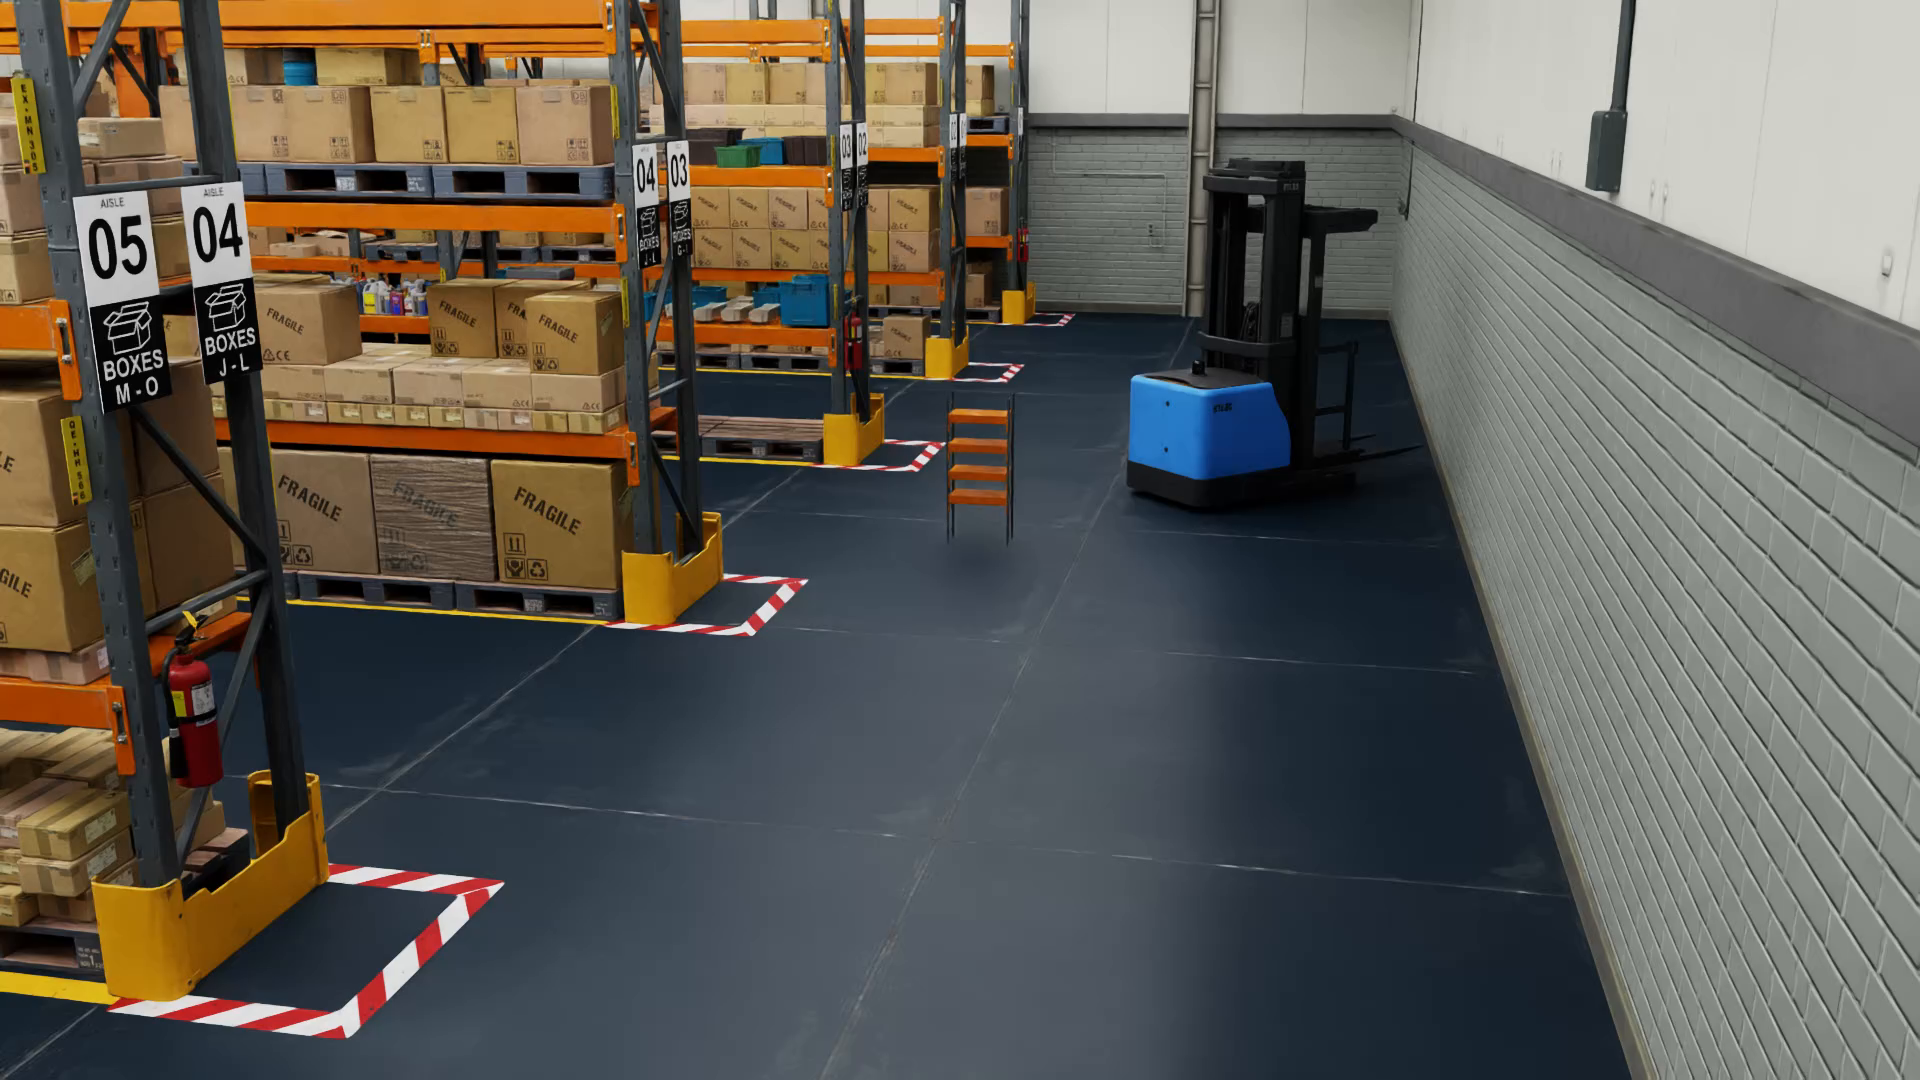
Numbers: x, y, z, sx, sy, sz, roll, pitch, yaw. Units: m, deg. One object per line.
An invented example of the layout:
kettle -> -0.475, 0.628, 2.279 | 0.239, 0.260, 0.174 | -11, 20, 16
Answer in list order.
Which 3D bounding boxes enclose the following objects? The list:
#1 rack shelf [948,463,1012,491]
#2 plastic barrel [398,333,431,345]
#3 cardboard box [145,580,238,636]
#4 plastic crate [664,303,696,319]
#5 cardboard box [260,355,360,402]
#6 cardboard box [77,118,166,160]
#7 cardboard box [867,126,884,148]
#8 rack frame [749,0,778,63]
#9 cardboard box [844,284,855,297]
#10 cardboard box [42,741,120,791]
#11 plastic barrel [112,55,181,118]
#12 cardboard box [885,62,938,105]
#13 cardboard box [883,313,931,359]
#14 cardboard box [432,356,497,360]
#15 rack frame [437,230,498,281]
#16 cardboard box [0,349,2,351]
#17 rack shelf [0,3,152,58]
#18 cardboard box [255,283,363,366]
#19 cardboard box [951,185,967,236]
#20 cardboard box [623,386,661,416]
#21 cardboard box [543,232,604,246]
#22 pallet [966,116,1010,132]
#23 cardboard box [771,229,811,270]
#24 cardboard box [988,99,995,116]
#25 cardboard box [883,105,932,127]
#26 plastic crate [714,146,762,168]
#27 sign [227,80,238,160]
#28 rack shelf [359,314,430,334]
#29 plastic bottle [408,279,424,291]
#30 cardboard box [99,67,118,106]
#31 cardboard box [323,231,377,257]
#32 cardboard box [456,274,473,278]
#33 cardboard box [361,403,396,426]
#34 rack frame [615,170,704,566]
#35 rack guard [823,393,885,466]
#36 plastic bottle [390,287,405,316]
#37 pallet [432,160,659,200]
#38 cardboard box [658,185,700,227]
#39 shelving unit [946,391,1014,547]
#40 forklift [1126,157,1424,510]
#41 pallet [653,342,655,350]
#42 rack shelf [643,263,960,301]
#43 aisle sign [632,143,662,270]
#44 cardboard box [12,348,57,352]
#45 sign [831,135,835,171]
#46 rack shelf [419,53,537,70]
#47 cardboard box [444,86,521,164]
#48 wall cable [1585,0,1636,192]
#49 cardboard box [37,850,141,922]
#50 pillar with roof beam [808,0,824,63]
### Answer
rack shelf -> 0.162, -0.505, 13.318 | 0.480, 0.148, 0.258 | 3, 16, 11
plastic barrel -> -5.525, -1.754, 17.349 | 0.708, 0.901, 0.600 | 3, 16, 11
cardboard box -> -3.402, 0.289, 7.299 | 0.250, 0.149, 0.380 | 3, 16, 11
plastic crate -> -2.764, -2.253, 16.388 | 0.250, 0.136, 0.298 | 3, 16, 11
cardboard box -> -4.579, -1.157, 11.775 | 0.500, 0.250, 0.500 | 4, 16, 12
cardboard box -> -3.422, -1.612, 6.671 | 0.250, 0.149, 0.380 | 3, 16, 11
cardboard box -> -1.129, -4.973, 20.489 | 0.500, 0.250, 0.500 | 3, 16, 11
rack frame -> -3.021, -8.012, 25.560 | 0.127, 3.000, 1.000 | 3, 16, 11
cardboard box -> -1.817, -4.025, 26.298 | 0.500, 0.500, 0.700 | 3, 16, 11
cardboard box -> -3.890, 1.056, 7.500 | 0.250, 0.149, 0.380 | 3, 16, 12
plastic barrel -> -8.360, -4.566, 17.147 | 0.708, 0.830, 0.600 | 3, 16, 11
cardboard box -> -0.592, -5.611, 20.449 | 0.500, 0.500, 0.700 | 3, 16, 11
cardboard box -> -0.667, -2.584, 21.060 | 0.500, 0.500, 0.500 | 3, 16, 11
cardboard box -> -3.482, -1.242, 12.080 | 0.500, 0.250, 0.500 | 3, 16, 9
rack frame -> -4.995, -2.529, 17.004 | 0.127, 3.000, 1.000 | 3, 16, 11
cardboard box -> -4.538, -0.554, 7.256 | 0.500, 0.500, 0.500 | 3, 16, 10
rack shelf -> -7.942, -3.692, 12.060 | 4.000, 0.370, 1.077 | 3, 16, 11
cardboard box -> -4.572, -1.519, 11.676 | 0.500, 0.500, 0.500 | 3, 16, 9
cardboard box -> -0.318, -5.113, 25.770 | 0.700, 0.700, 0.980 | 3, 16, 11
cardboard box -> -2.345, -1.005, 11.972 | 0.250, 0.149, 0.380 | 3, 16, 12
cardboard box -> -5.111, -4.179, 21.987 | 0.500, 0.500, 0.700 | 6, 16, 20
pallet -> 0.169, -6.348, 25.336 | 1.213, 0.211, 1.003 | 3, 16, 11
cardboard box -> -2.069, -3.695, 21.023 | 0.500, 0.500, 0.500 | 3, 16, 10
cardboard box -> 0.232, -6.635, 25.514 | 0.500, 0.250, 0.500 | 4, 16, 14
cardboard box -> -0.639, -5.187, 20.324 | 0.500, 0.250, 0.500 | 3, 16, 11
plastic crate -> -2.099, -3.638, 15.784 | 0.336, 0.188, 0.450 | 3, 16, 11
sign -> -3.042, -1.738, 6.889 | 0.005, 0.325, 0.100 | 3, 16, 11
rack shelf -> -6.955, -2.289, 17.485 | 4.000, 0.370, 1.077 | 3, 16, 11
plastic bottle -> -5.732, -2.613, 17.540 | 0.135, 0.276, 0.152 | 3, 16, 11
cardboard box -> -11.248, -6.145, 22.526 | 0.500, 0.500, 0.500 | 3, 16, 12
cardboard box -> -8.272, -4.026, 22.573 | 0.500, 0.311, 0.500 | 4, 16, 15
cardboard box -> -8.139, -4.424, 27.701 | 0.500, 0.500, 0.700 | 3, 16, 11
cardboard box -> -3.975, -0.914, 11.644 | 0.250, 0.149, 0.380 | 3, 16, 12
rack frame -> -2.063, -1.021, 11.559 | 0.127, 3.000, 1.000 | 3, 16, 11
rack guard -> -1.050, -1.114, 16.578 | 0.348, 0.500, 1.175 | 3, 16, 11
plastic bottle -> -5.682, -2.410, 16.792 | 0.133, 0.283, 0.061 | 3, 16, 11
pallet -> -2.792, -2.461, 11.303 | 1.213, 0.211, 1.003 | 3, 16, 11
cardboard box -> -3.599, -4.256, 21.179 | 0.500, 0.500, 0.500 | 4, 16, 13
shelving unit -> 0.162, -0.569, 13.300 | 0.503, 1.200, 0.258 | 3, 16, 11
forklift -> 3.009, -1.955, 15.059 | 3.031, 2.935, 1.130 | -10, 18, -33
pallet -> -4.809, -2.514, 22.174 | 1.213, 0.211, 1.003 | 3, 16, 11
rack shelf -> -2.045, -3.372, 21.394 | 4.000, 0.370, 1.077 | 3, 16, 11
aisle sign -> -2.052, -2.191, 10.915 | 0.004, 0.787, 0.394 | 3, 16, 11
cardboard box -> -6.495, -1.235, 12.146 | 0.500, 0.500, 0.500 | 3, 16, 11
sign -> -1.169, -3.567, 15.327 | 0.005, 0.325, 0.100 | 3, 16, 11
rack shelf -> -8.901, -7.792, 26.861 | 4.000, 0.370, 1.077 | 3, 16, 11
cardboard box -> -3.110, -2.840, 11.347 | 0.500, 0.500, 0.700 | 3, 16, 9
wall cable -> 2.792, -4.260, 5.988 | 0.120, 5.999, 2.277 | 3, 16, 11
cardboard box -> -3.708, 1.469, 7.123 | 0.250, 0.149, 0.380 | 3, 16, 12
pillar with roof beam -> -3.021, -7.075, 22.176 | 0.400, 9.000, 9.100 | 3, 16, 11
